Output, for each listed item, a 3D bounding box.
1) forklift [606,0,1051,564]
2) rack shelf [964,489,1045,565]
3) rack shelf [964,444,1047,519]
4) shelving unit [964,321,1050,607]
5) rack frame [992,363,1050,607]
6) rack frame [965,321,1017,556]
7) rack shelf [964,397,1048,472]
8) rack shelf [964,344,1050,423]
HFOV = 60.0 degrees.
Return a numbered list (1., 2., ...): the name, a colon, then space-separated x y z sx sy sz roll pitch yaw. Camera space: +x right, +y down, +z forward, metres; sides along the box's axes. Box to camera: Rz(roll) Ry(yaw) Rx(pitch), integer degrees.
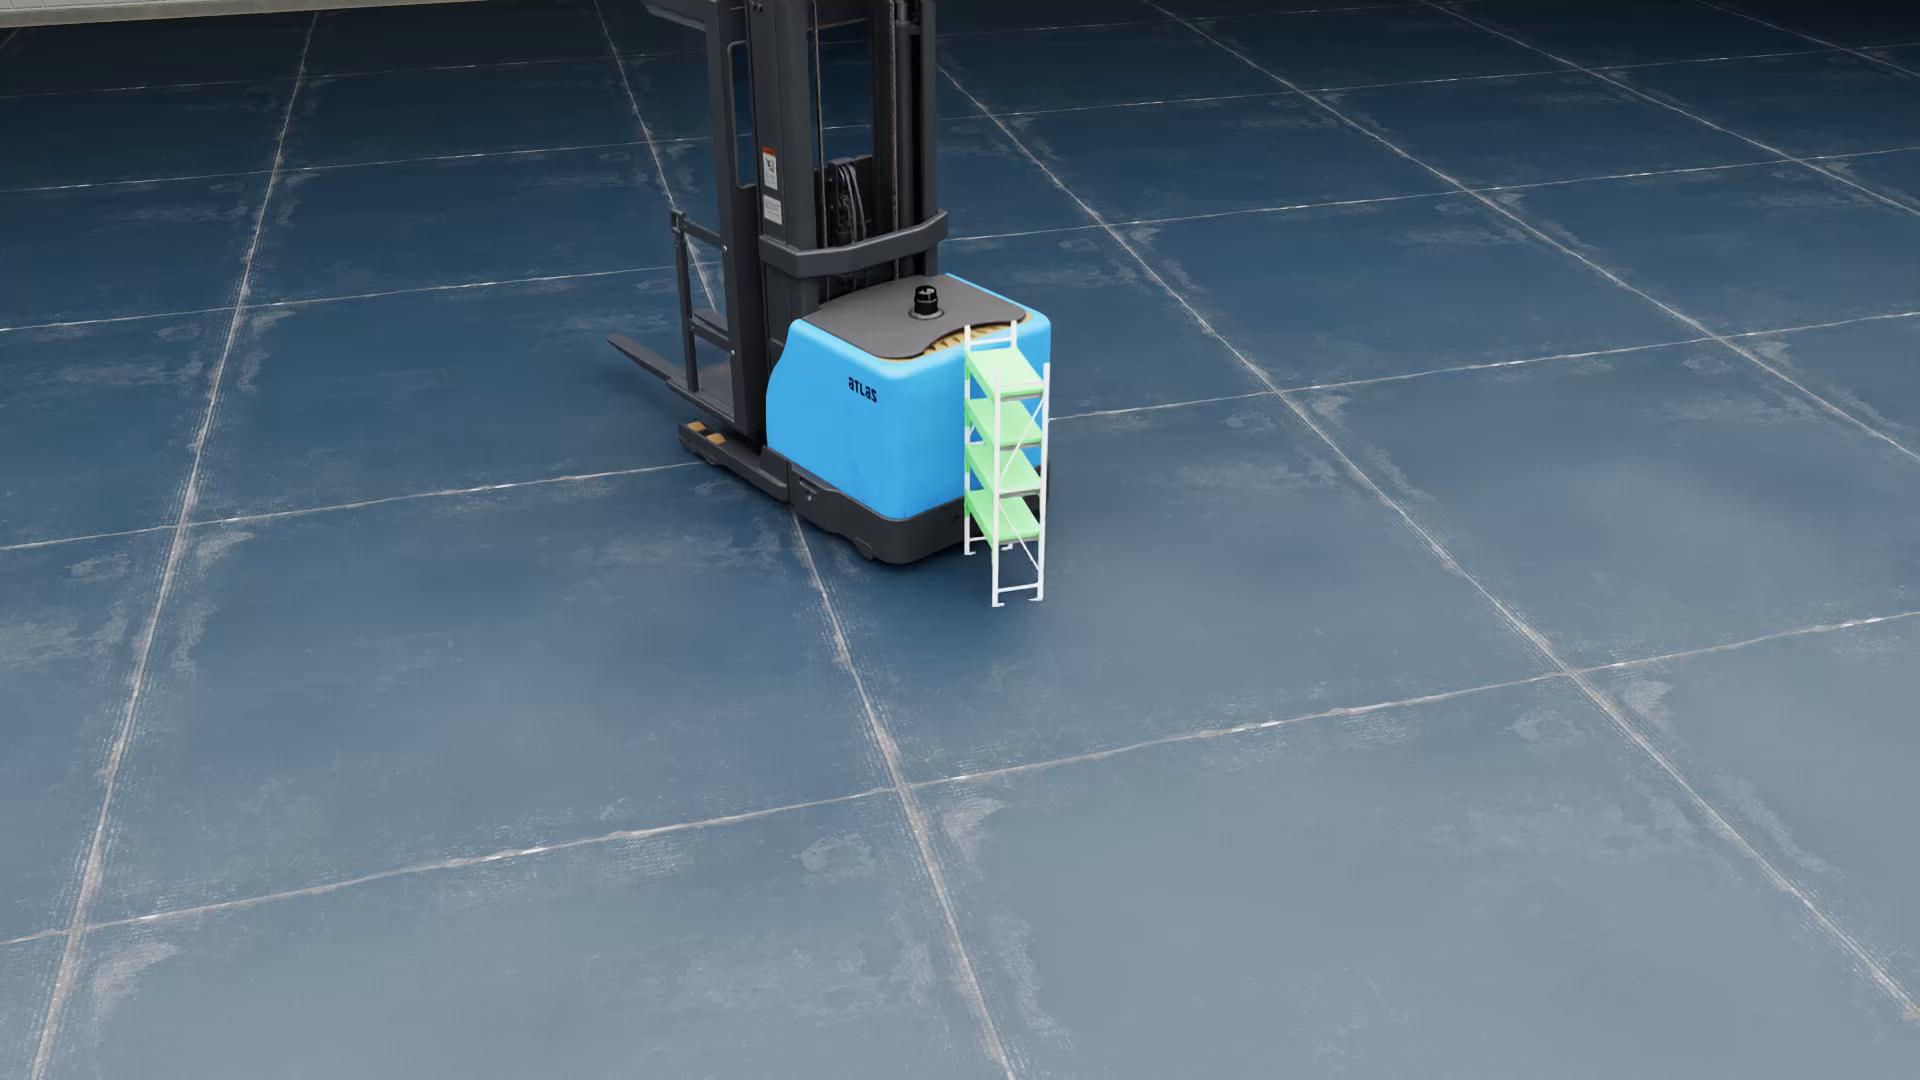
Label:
1. forklift: -0.881 -1.817 8.464 1.130 2.935 3.031 -23 37 -34
2. rack shelf: 0.204 -0.081 7.798 0.258 0.148 0.480 -8 31 -13
3. rack shelf: 0.204 -0.288 7.678 0.258 0.148 0.480 -8 31 -13
4. shelving unit: 0.204 -0.344 7.646 0.258 1.200 0.503 -8 31 -13
5. rack frame: 0.268 -0.226 7.442 0.240 1.200 0.015 -8 31 -13
6. rack frame: 0.140 -0.462 7.850 0.240 1.200 0.015 -8 31 -13
7. rack shelf: 0.204 -0.496 7.558 0.258 0.148 0.480 -8 31 -13
8. rack shelf: 0.204 -0.704 7.438 0.258 0.148 0.480 -8 31 -13
